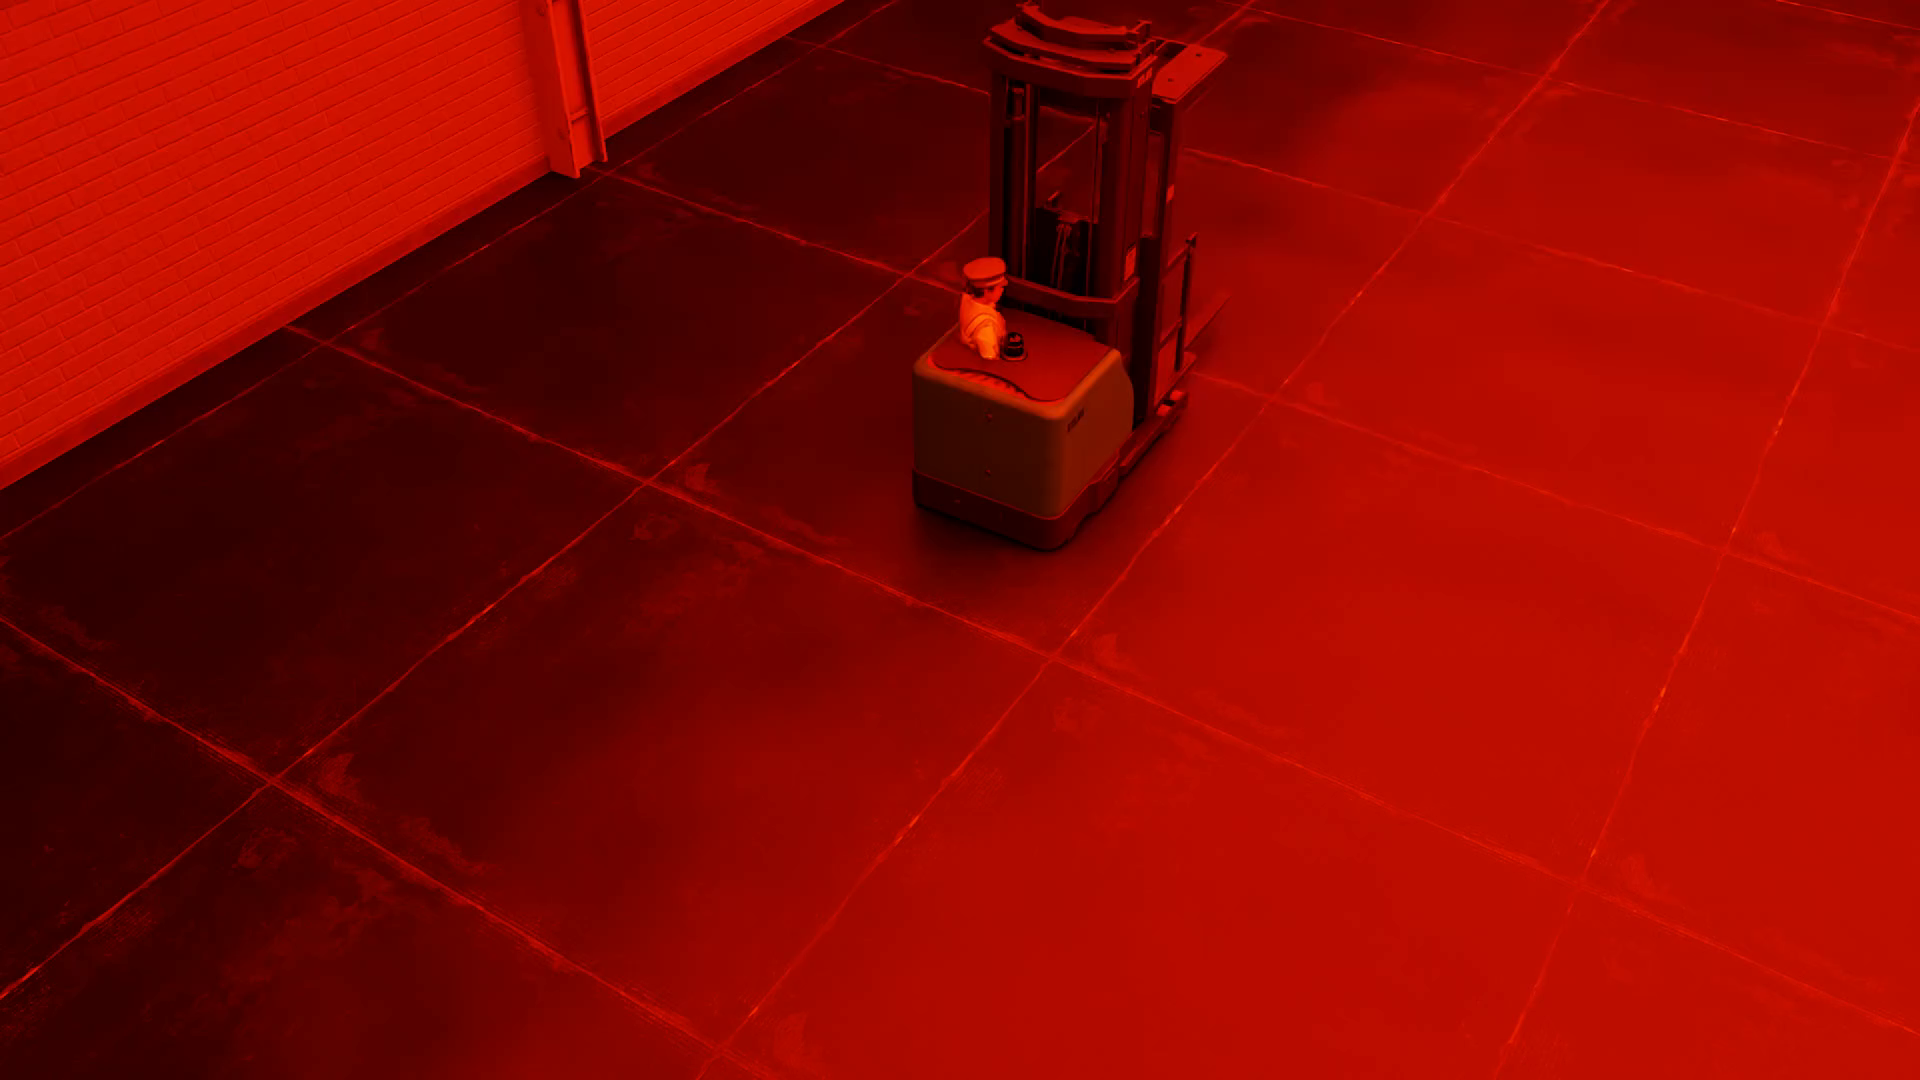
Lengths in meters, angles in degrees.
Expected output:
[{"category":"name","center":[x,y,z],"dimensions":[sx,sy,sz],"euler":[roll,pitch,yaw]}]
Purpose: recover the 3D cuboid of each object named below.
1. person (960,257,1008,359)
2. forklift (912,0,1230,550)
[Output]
[{"category":"person","center":[0.259,-1.005,10.229],"dimensions":[0.531,1.629,0.714],"euler":[-4,40,-5]},{"category":"forklift","center":[0.886,-1.994,10.320],"dimensions":[1.130,2.935,3.031],"euler":[21,45,23]}]
